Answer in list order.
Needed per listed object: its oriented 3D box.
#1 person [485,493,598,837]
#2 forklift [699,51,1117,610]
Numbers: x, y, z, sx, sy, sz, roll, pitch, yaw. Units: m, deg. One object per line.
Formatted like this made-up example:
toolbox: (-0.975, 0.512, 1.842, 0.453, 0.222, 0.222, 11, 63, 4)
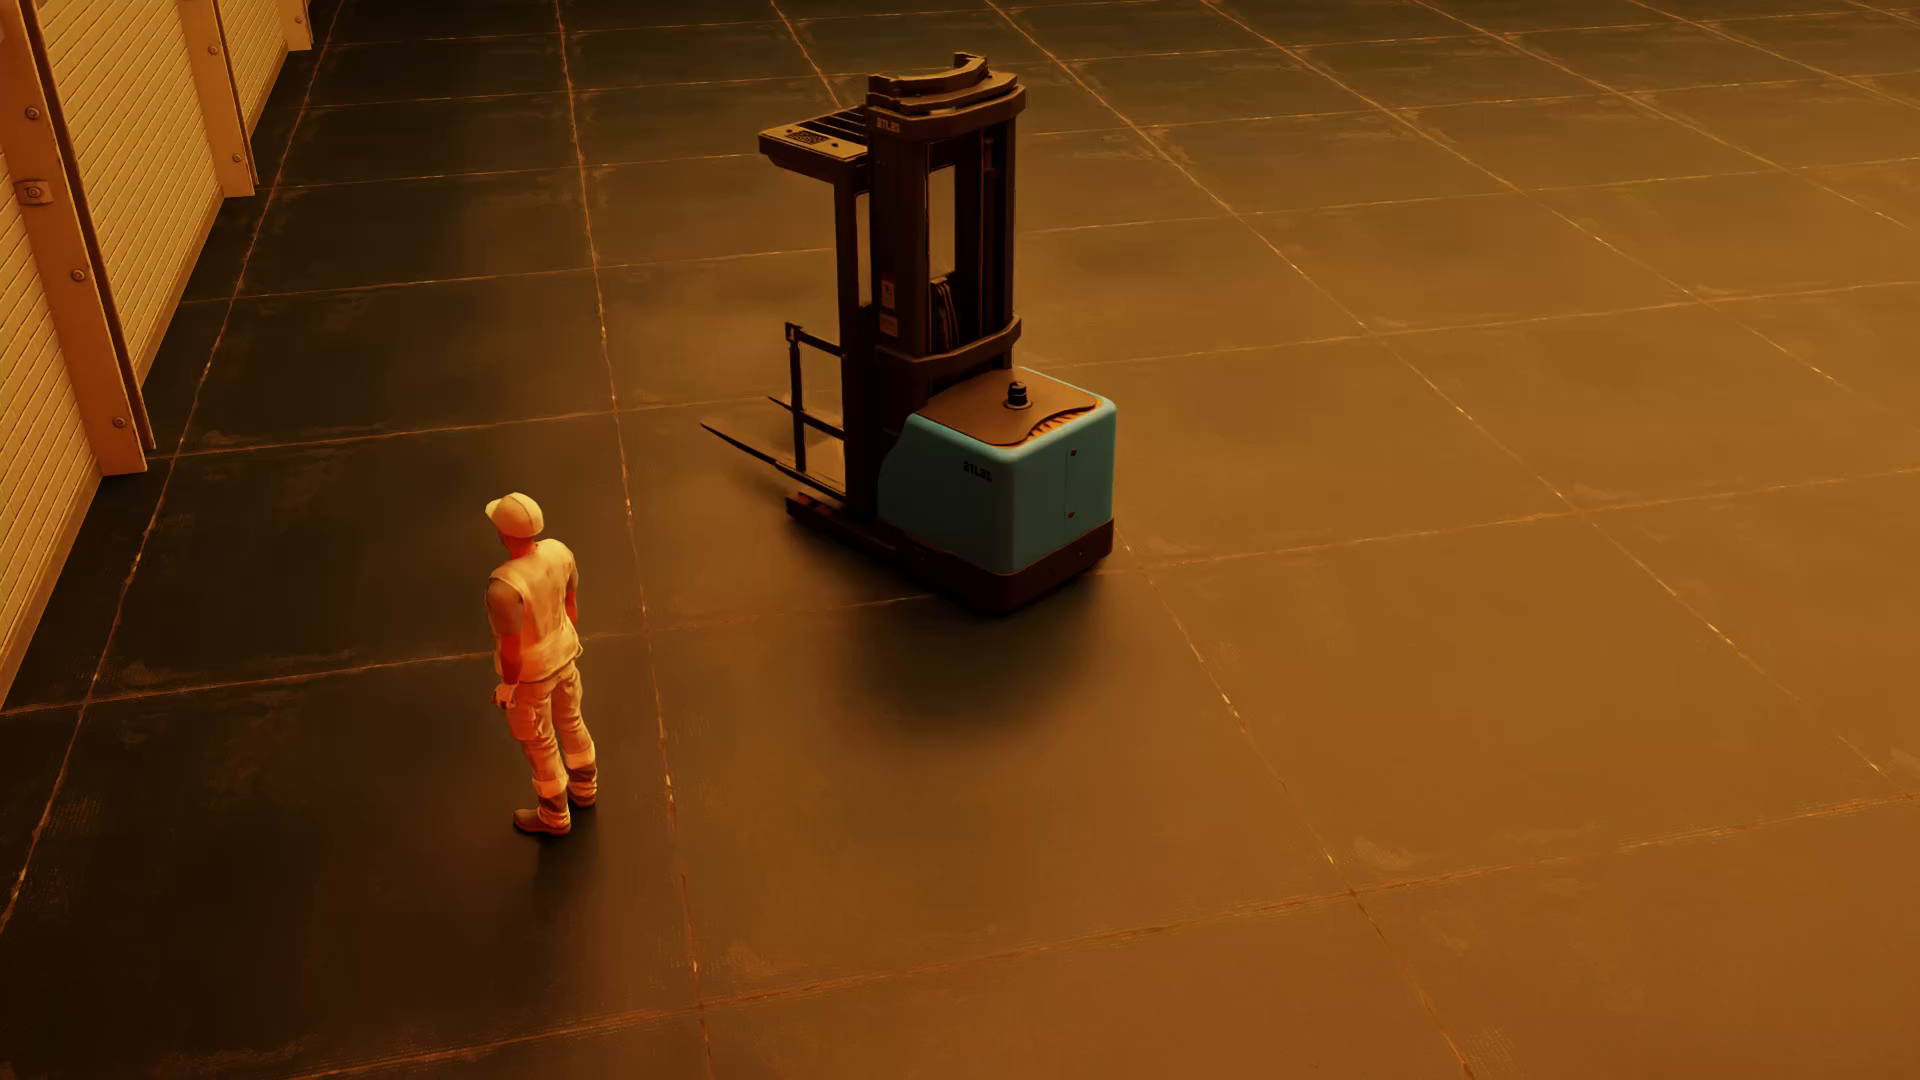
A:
person: (-1.976, 0.574, 7.722, 0.358, 1.796, 0.532, 14, 33, 23)
forklift: (-0.476, -1.488, 10.145, 3.031, 2.935, 1.130, 26, 39, 37)
